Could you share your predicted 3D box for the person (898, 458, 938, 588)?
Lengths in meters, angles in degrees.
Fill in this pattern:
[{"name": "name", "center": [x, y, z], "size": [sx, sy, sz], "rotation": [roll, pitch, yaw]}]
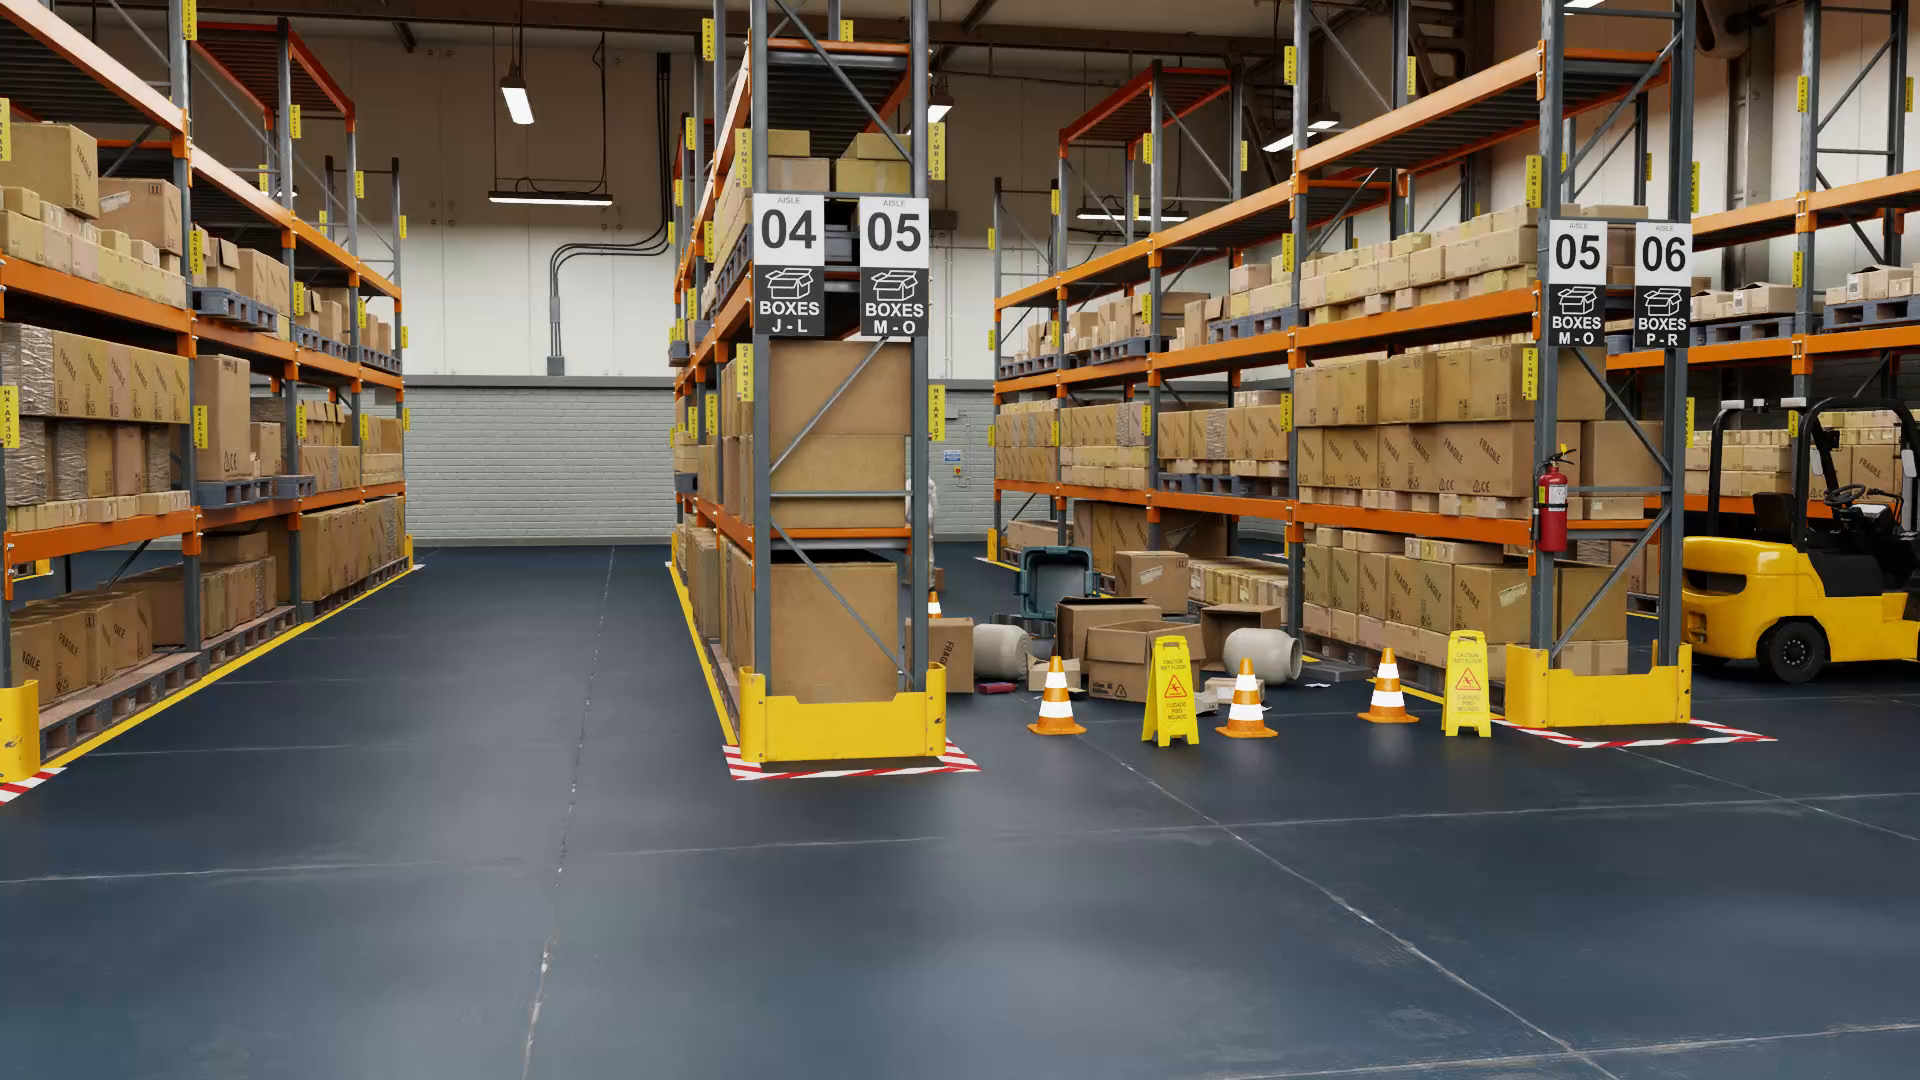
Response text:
[{"name": "person", "center": [-0.540, -0.218, 20.927], "size": [0.545, 1.665, 0.899], "rotation": [-1, 3, -17]}]
